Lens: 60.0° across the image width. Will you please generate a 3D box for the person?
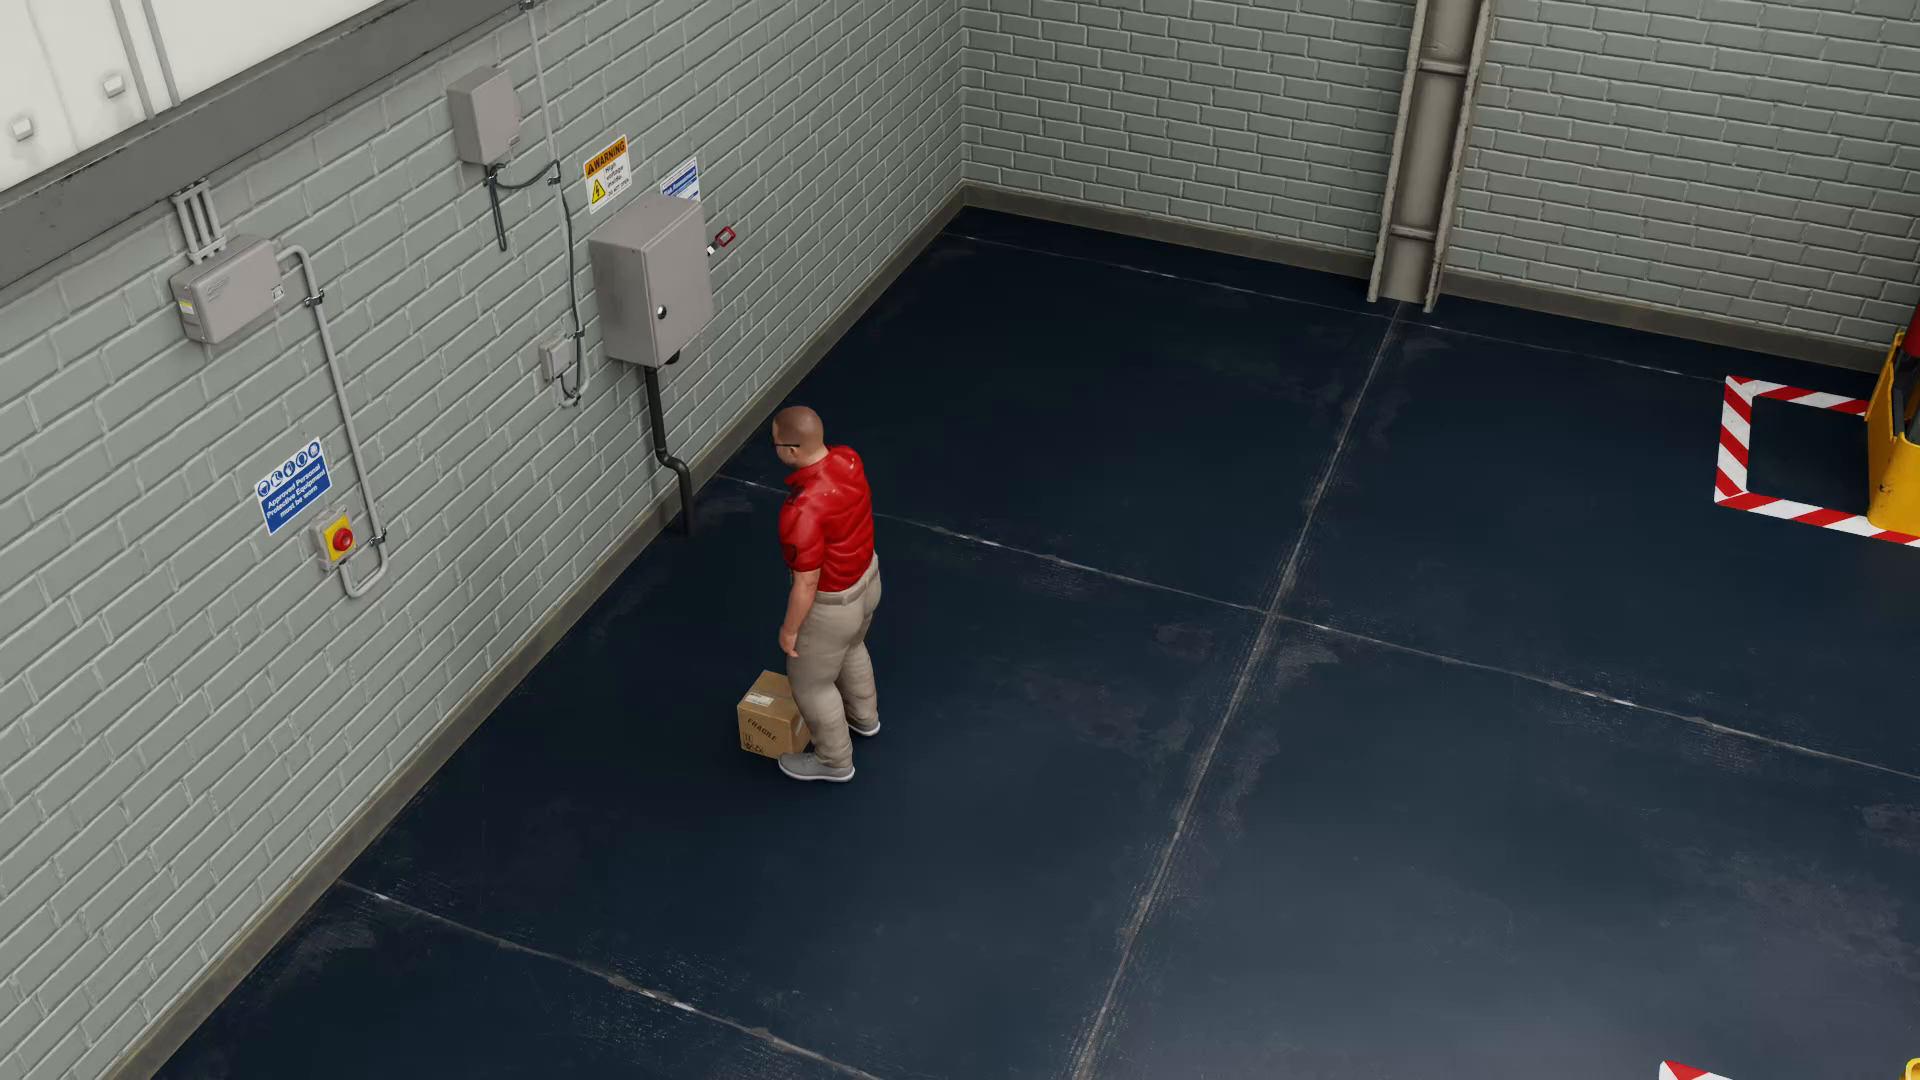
[{"bbox_3d":[-0.532,0.249,6.577,0.394,1.637,0.587,14,40,18],"label":"person"}]
